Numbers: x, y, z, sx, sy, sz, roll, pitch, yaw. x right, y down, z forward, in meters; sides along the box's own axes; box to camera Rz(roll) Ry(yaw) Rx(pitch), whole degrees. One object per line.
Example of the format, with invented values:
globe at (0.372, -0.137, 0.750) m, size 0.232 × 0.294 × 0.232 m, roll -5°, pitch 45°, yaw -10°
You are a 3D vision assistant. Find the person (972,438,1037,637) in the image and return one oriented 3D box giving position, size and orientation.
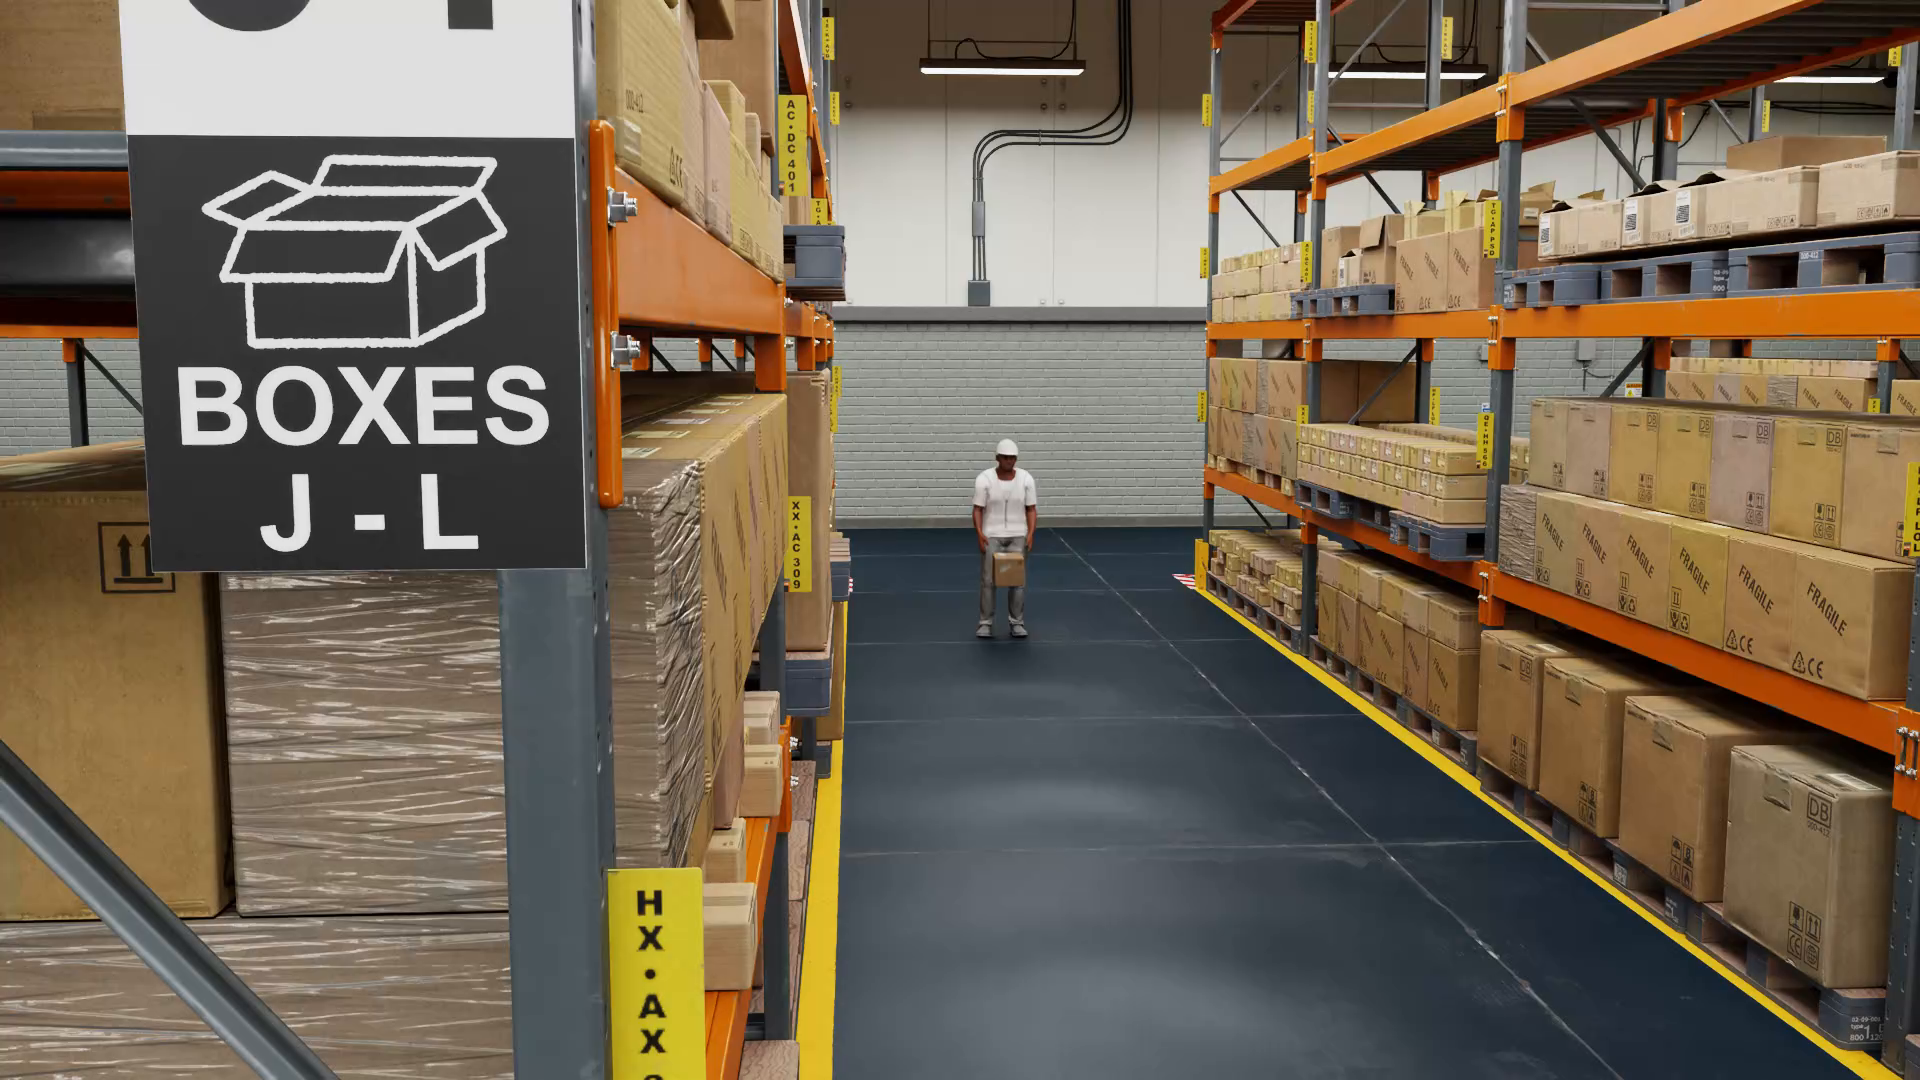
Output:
person at (0.400, -0.020, 14.828) m, size 0.583 × 1.763 × 0.422 m, roll -1°, pitch 7°, yaw -5°
